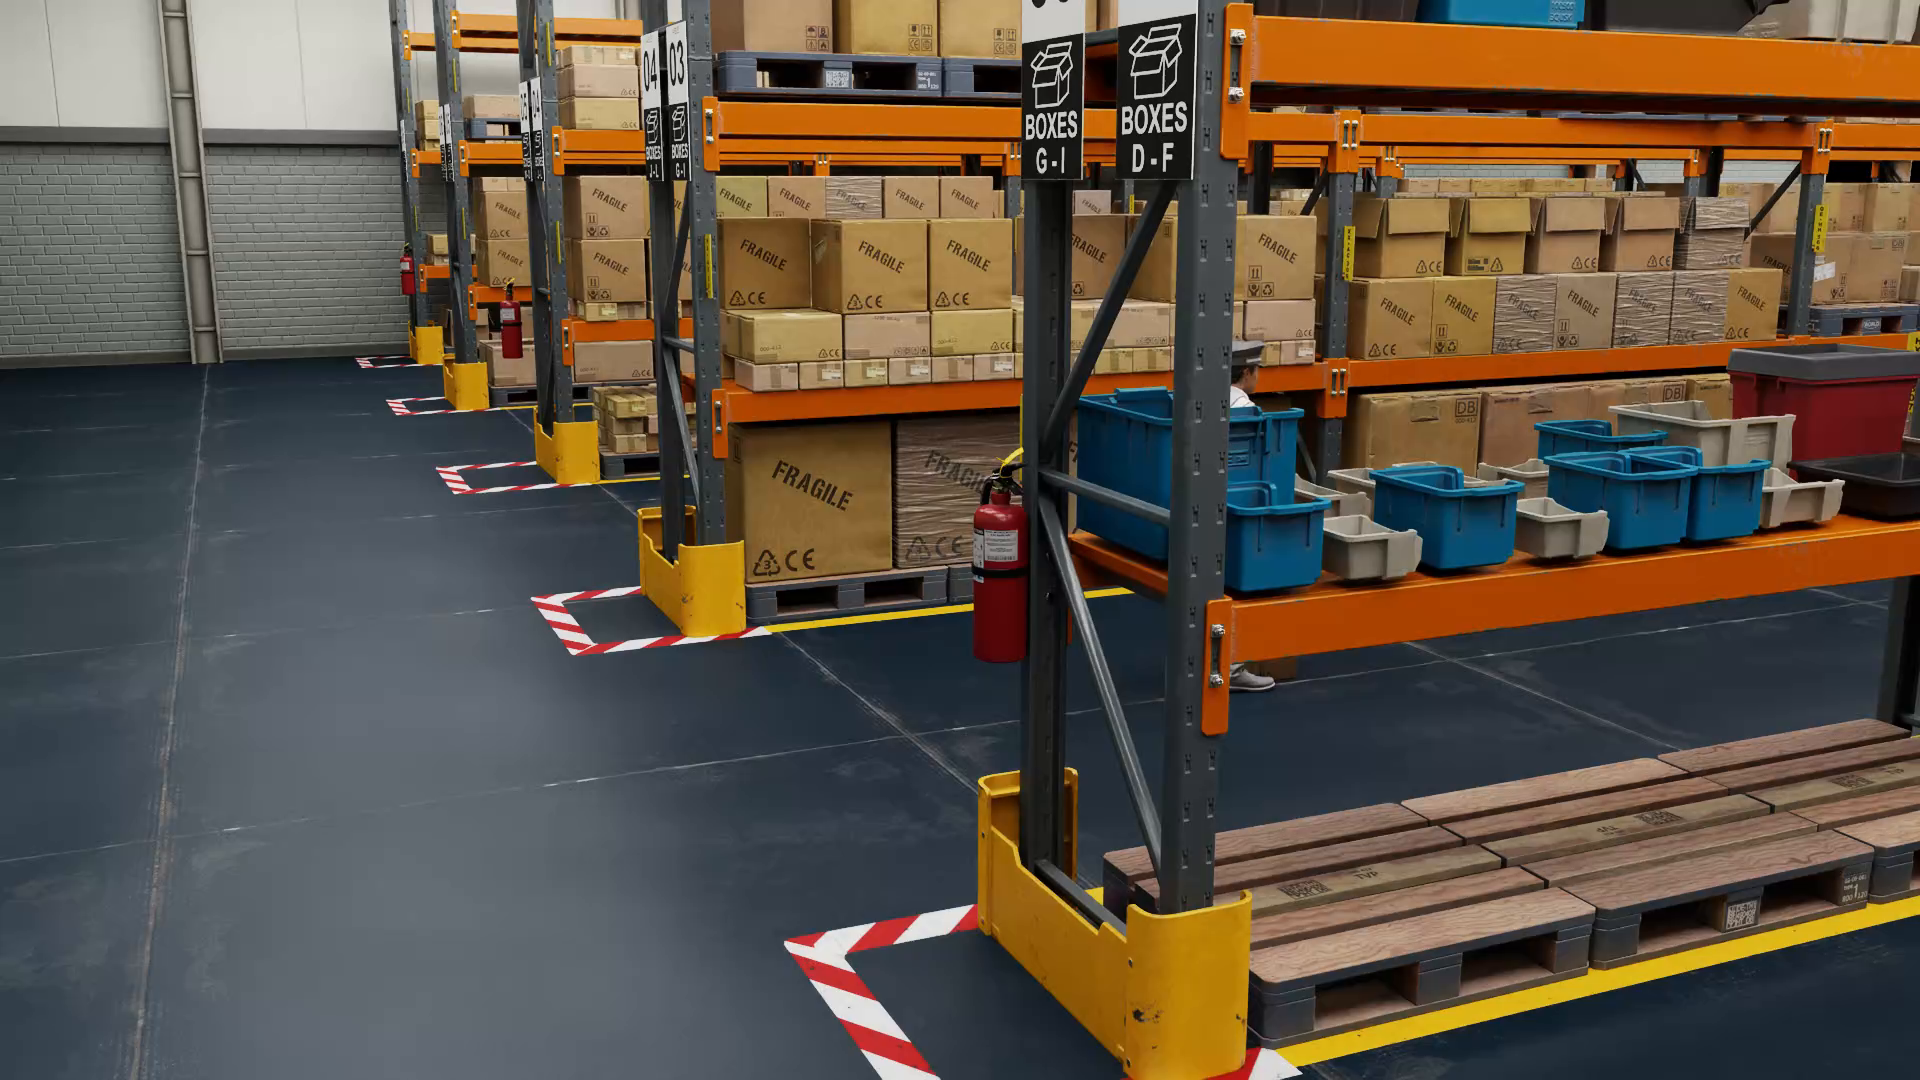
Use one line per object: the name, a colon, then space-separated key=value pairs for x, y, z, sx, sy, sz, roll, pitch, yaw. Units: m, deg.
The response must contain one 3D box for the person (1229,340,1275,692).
person: x=1.285 y=-0.123 z=8.026 sx=0.376 sy=1.663 sz=0.539 roll=-6 pitch=13 yaw=-24
